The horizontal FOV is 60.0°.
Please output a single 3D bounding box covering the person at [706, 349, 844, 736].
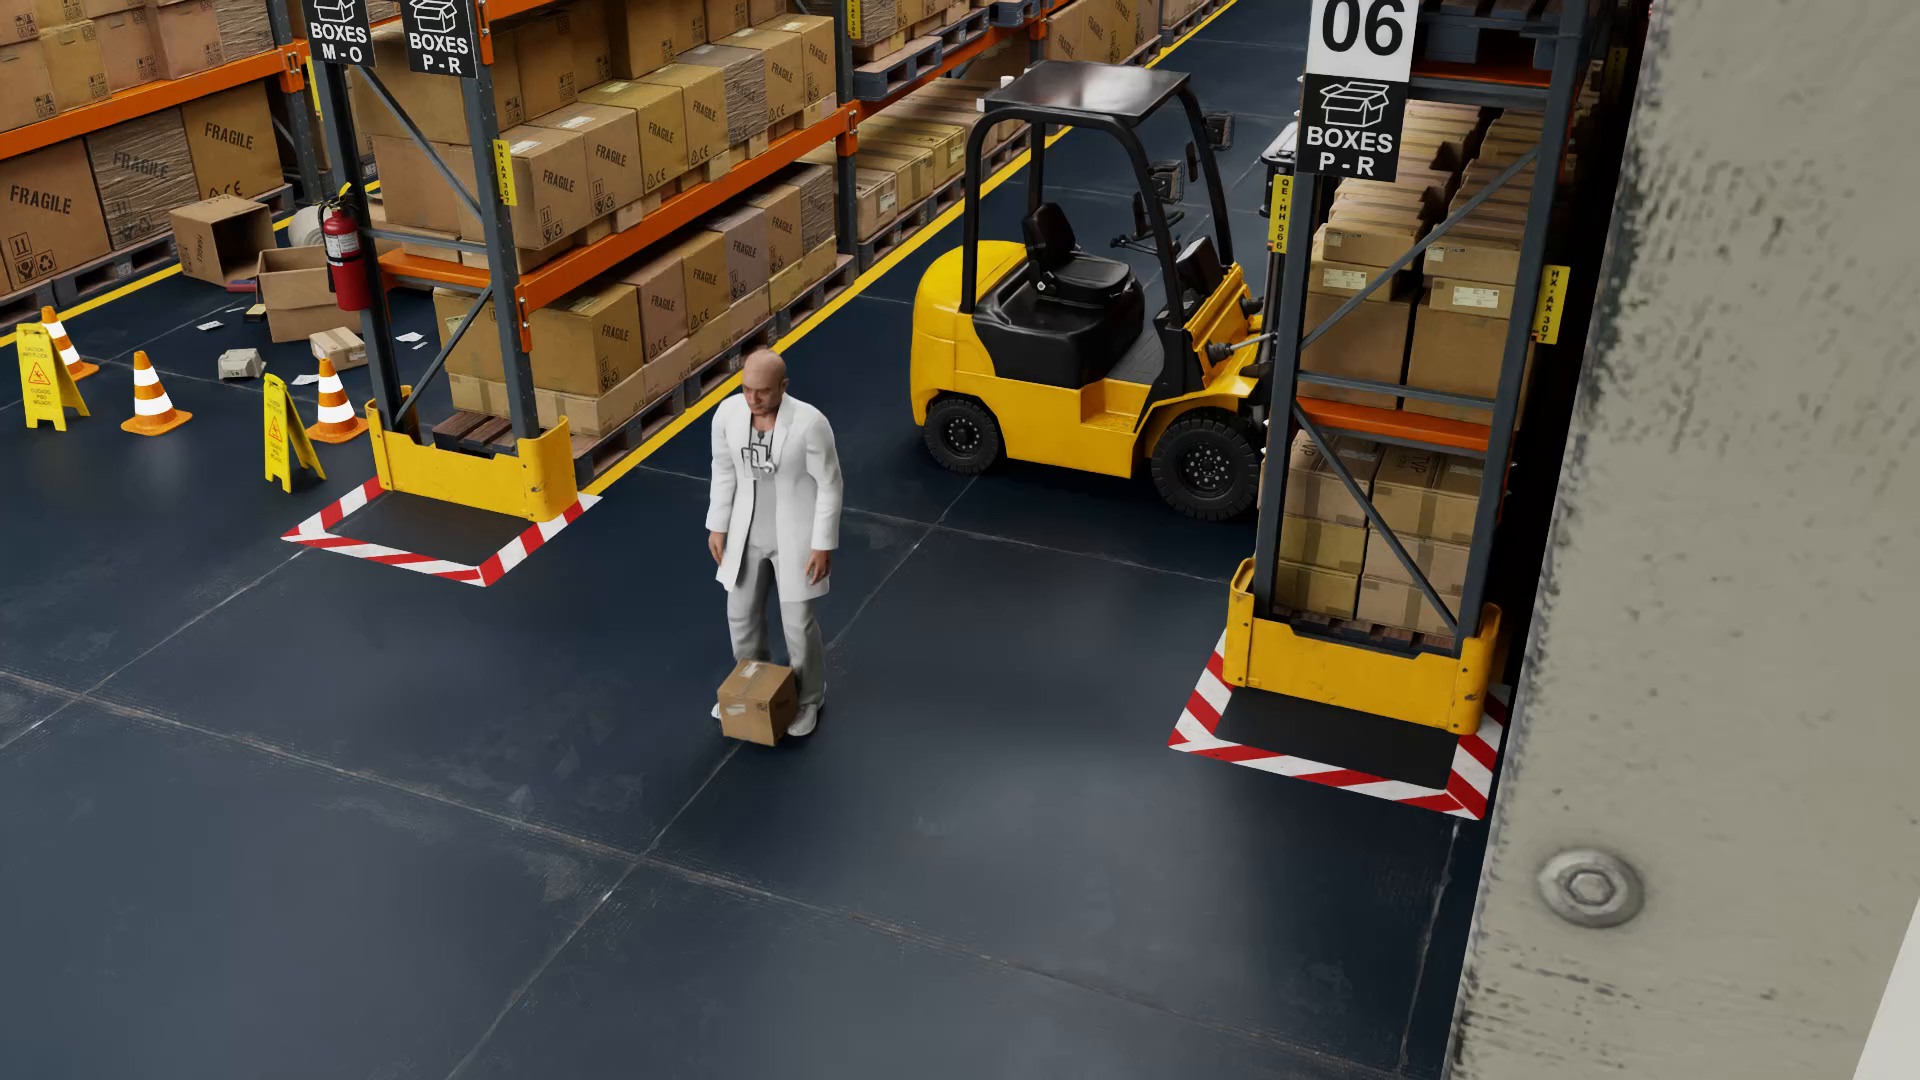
[{"bbox_3d":[-0.799,-0.003,7.147,0.612,1.775,0.426,10,31,18],"label":"person"}]
